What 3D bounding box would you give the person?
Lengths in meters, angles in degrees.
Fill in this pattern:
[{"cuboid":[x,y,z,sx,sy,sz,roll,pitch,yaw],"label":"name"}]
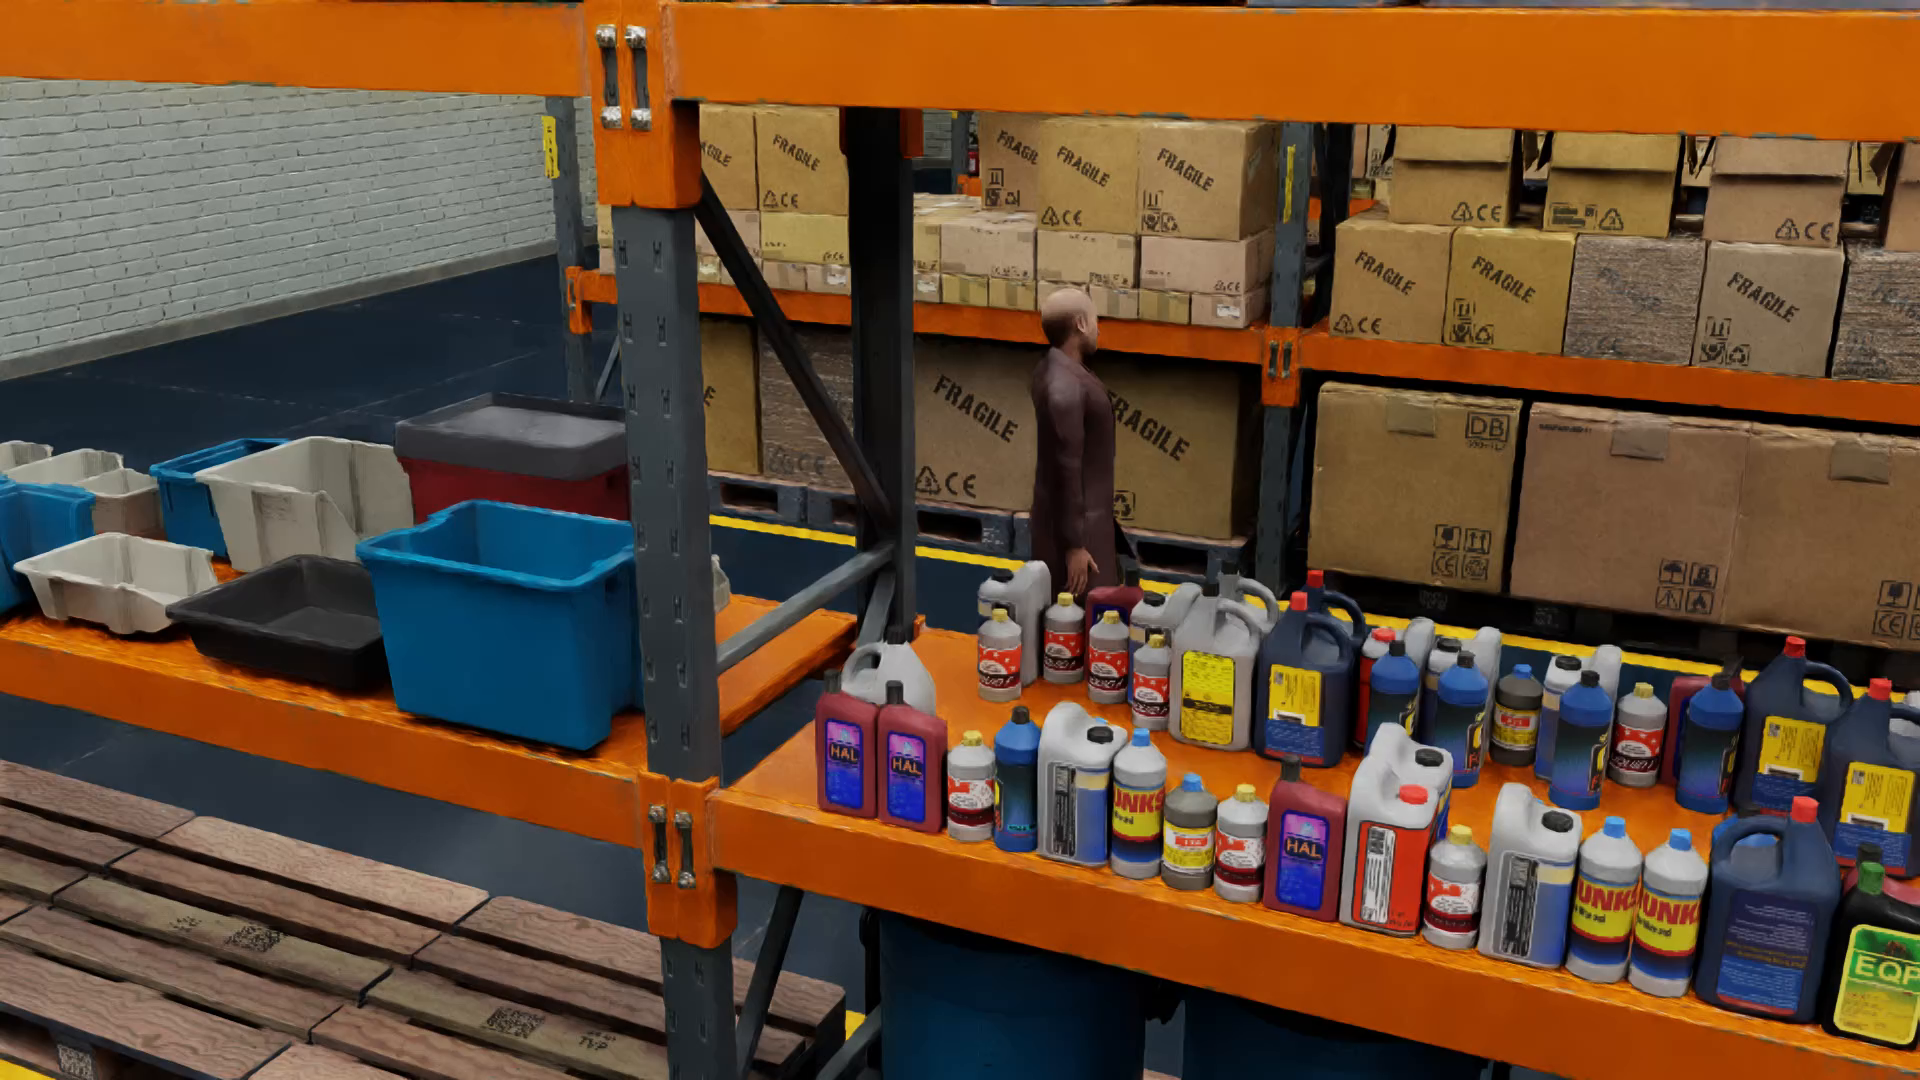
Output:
[{"cuboid":[0.386,-0.032,6.153,0.572,1.771,0.676,0,19,-1],"label":"person"}]
